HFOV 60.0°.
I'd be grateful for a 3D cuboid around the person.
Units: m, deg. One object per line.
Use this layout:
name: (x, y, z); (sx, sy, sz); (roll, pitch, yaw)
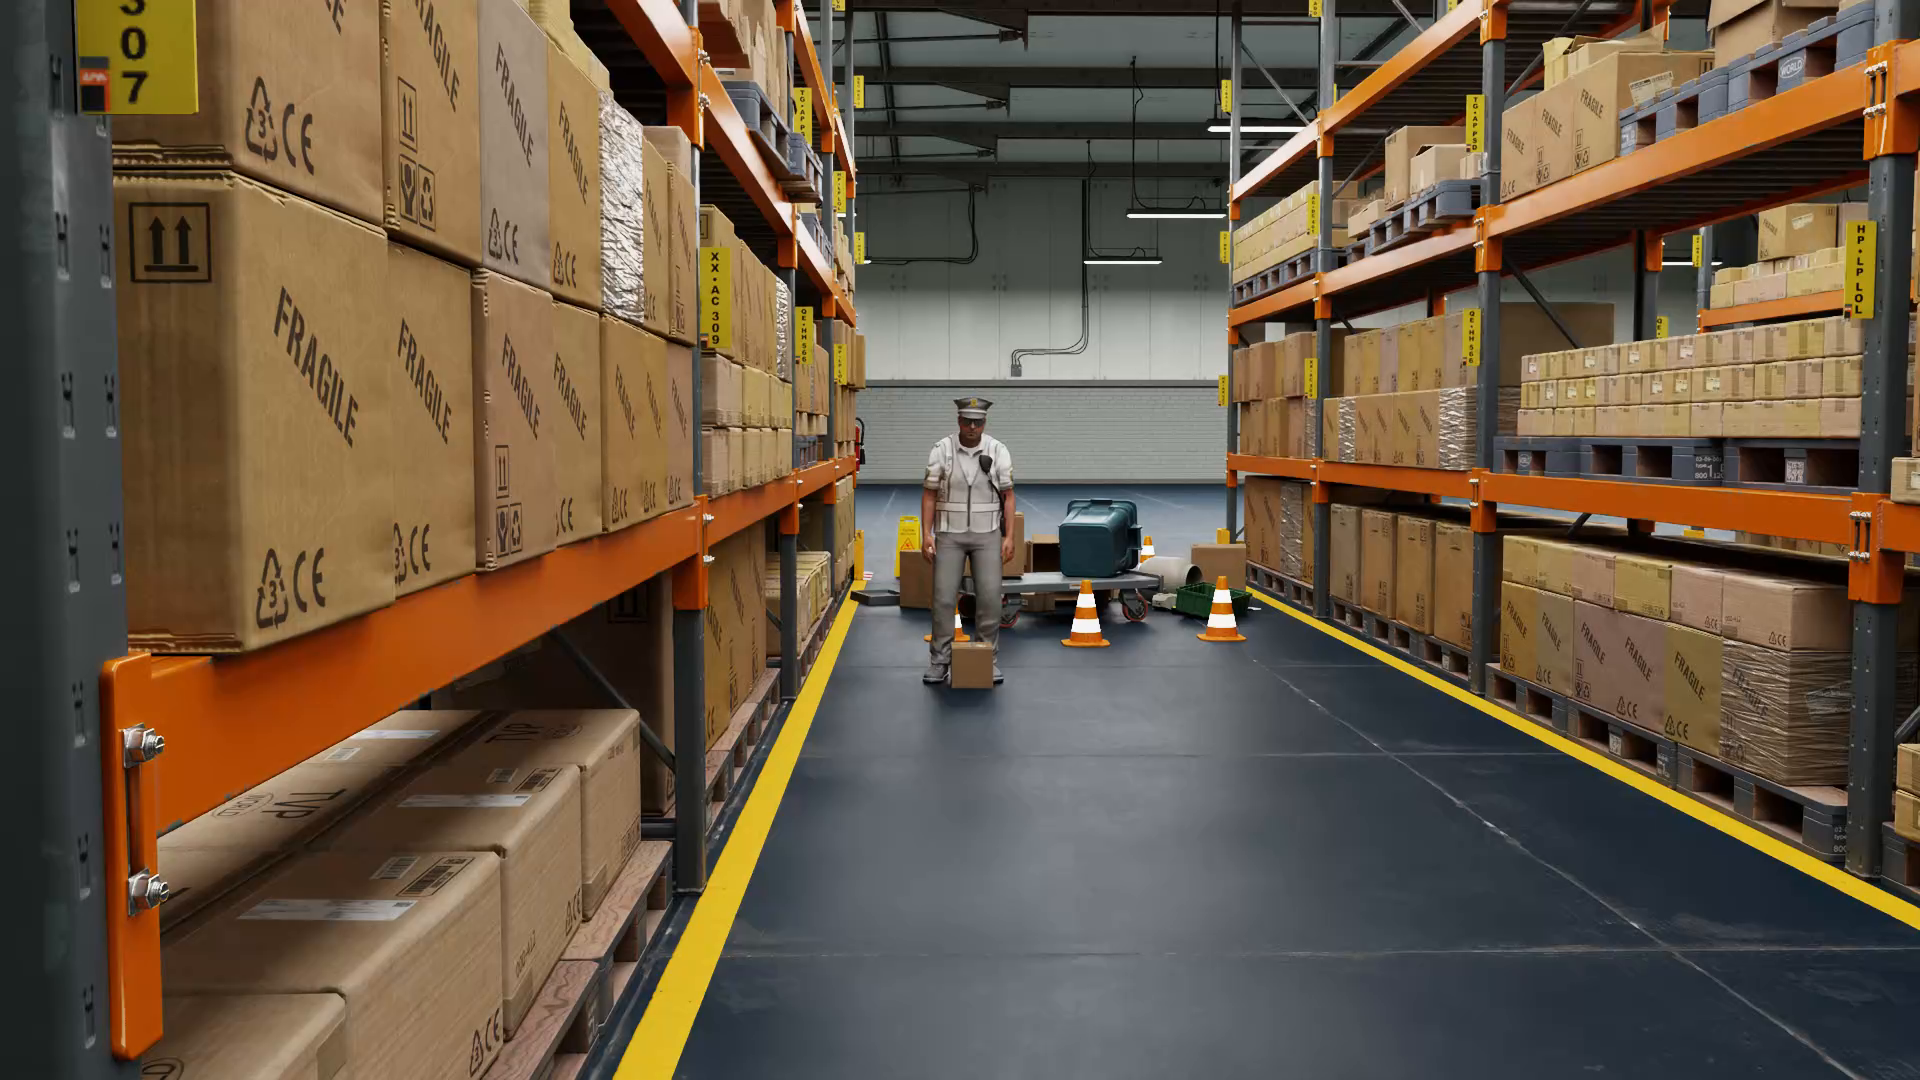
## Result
person: (0.051, -0.008, 10.295); (0.586, 1.748, 0.439); (0, 4, -1)
